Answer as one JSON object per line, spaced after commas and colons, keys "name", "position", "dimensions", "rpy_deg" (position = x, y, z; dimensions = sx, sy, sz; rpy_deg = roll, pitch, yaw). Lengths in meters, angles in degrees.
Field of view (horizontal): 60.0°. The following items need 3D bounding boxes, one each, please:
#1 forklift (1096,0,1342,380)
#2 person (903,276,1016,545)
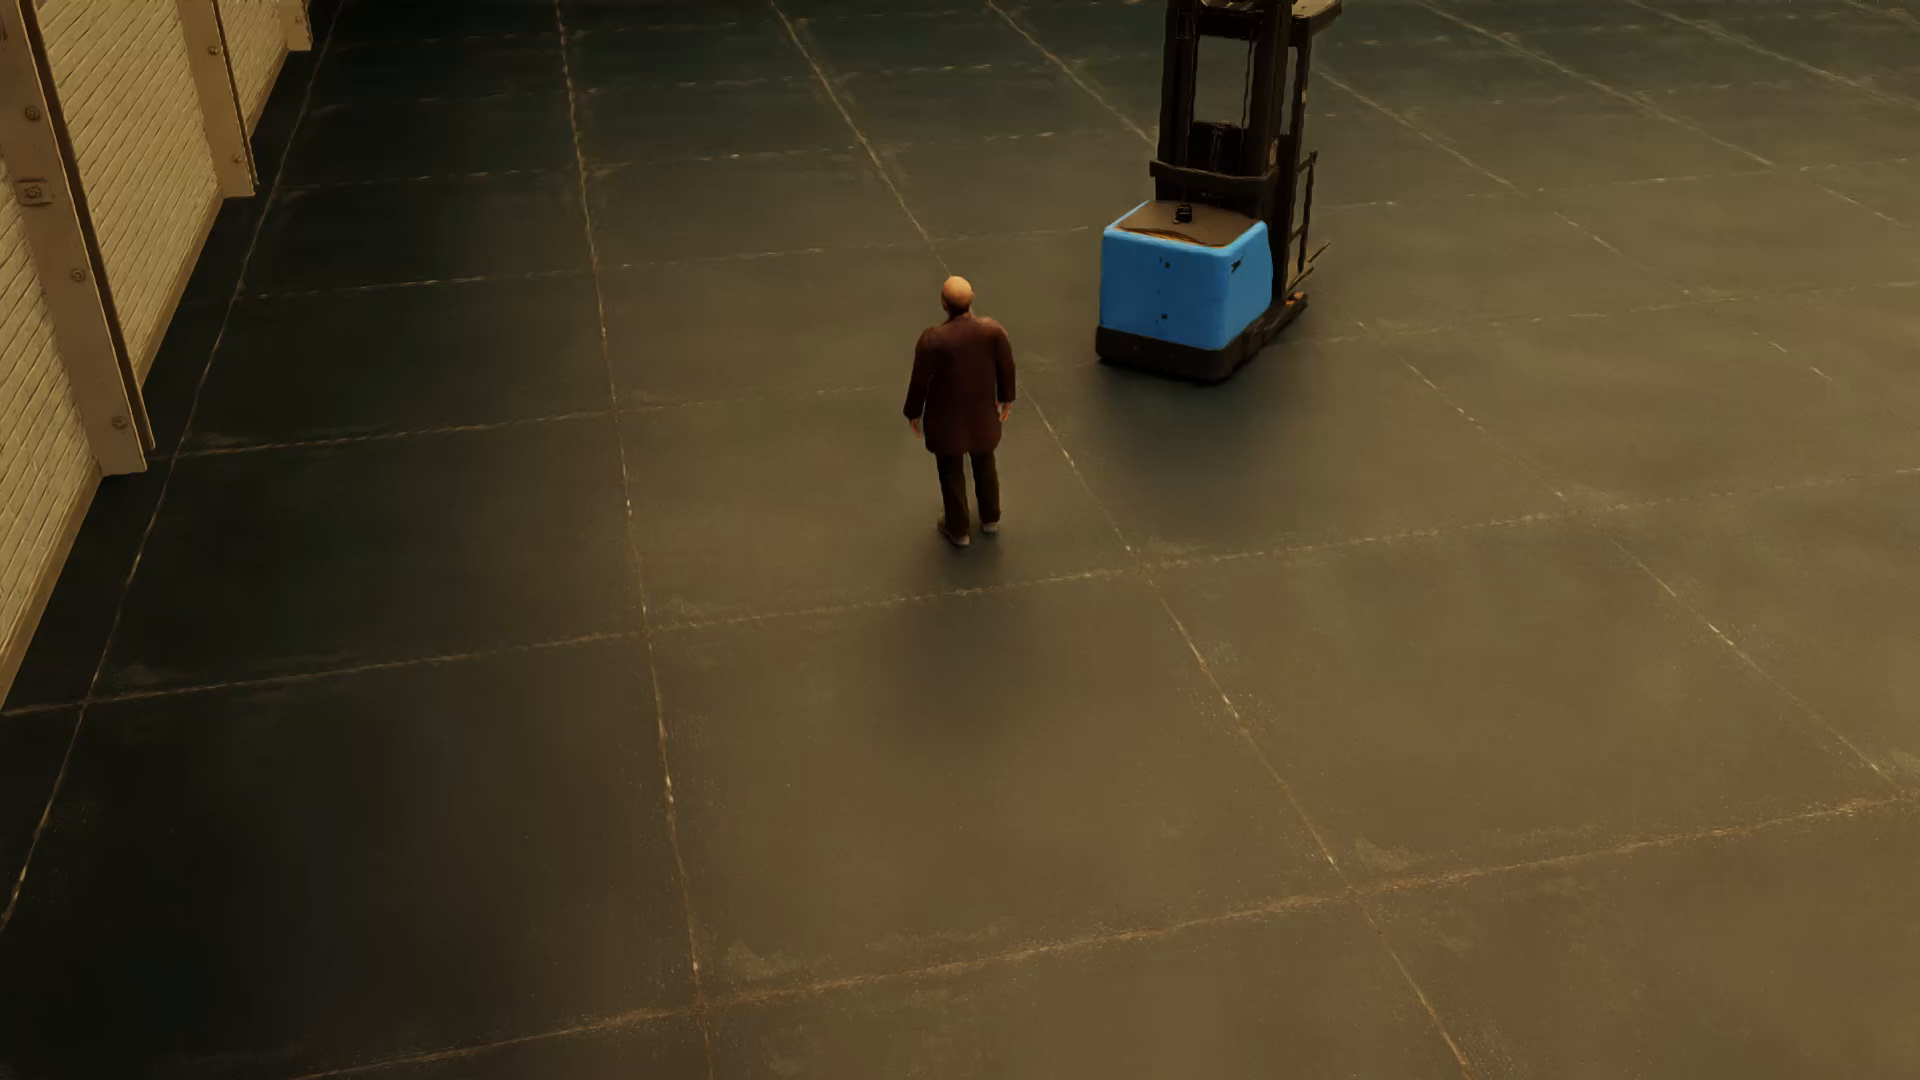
{"name": "forklift", "position": [2.223, -3.170, 13.050], "dimensions": [1.130, 2.935, 3.031], "rpy_deg": [16, 34, 26]}
{"name": "person", "position": [-0.017, -0.821, 10.129], "dimensions": [0.694, 1.776, 0.580], "rpy_deg": [-7, 31, -12]}
